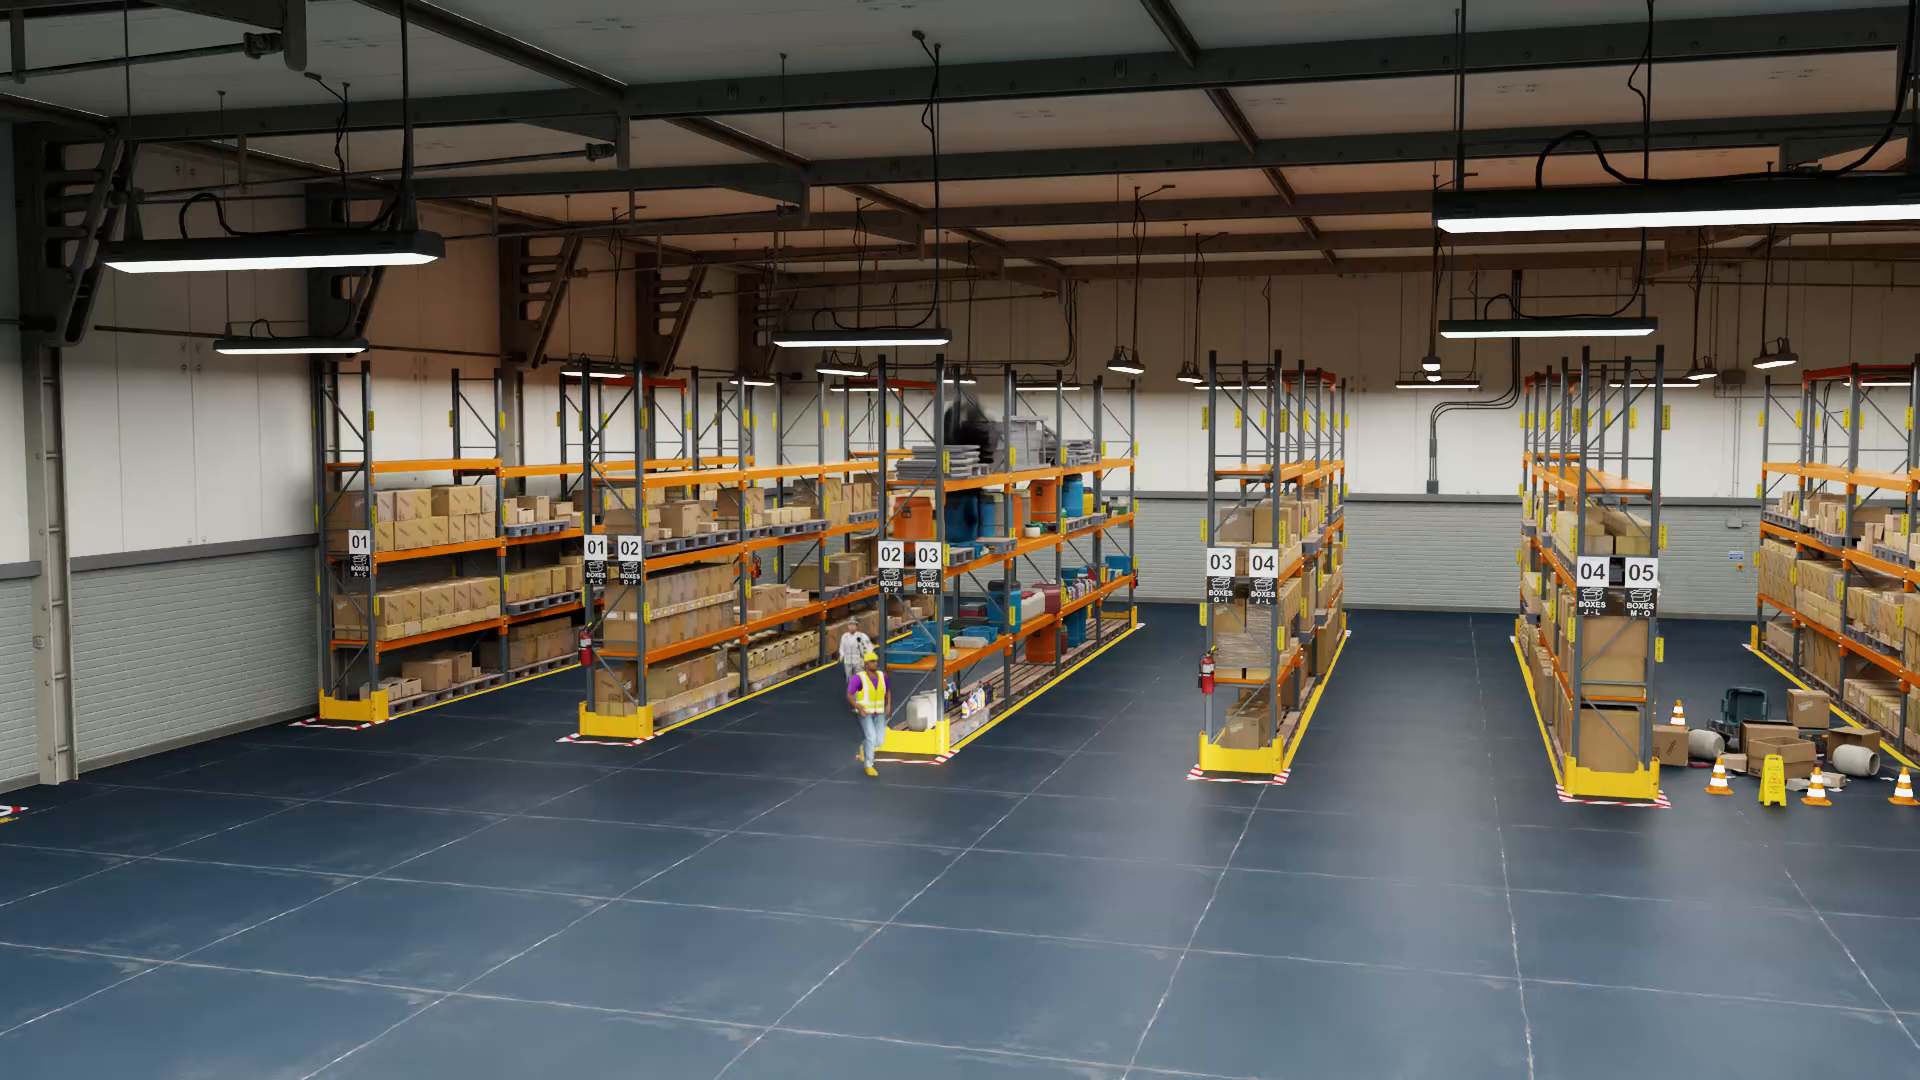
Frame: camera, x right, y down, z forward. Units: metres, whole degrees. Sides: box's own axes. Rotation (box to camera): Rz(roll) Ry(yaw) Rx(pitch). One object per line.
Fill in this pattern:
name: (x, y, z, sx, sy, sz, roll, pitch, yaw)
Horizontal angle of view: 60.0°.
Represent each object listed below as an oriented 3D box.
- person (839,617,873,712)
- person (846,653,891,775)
person: (-1.819, 2.133, 28.480, 0.589, 1.650, 0.514, 1, 4, 14)
person: (-1.282, 2.460, 23.733, 0.737, 1.723, 0.551, -3, 5, -34)
